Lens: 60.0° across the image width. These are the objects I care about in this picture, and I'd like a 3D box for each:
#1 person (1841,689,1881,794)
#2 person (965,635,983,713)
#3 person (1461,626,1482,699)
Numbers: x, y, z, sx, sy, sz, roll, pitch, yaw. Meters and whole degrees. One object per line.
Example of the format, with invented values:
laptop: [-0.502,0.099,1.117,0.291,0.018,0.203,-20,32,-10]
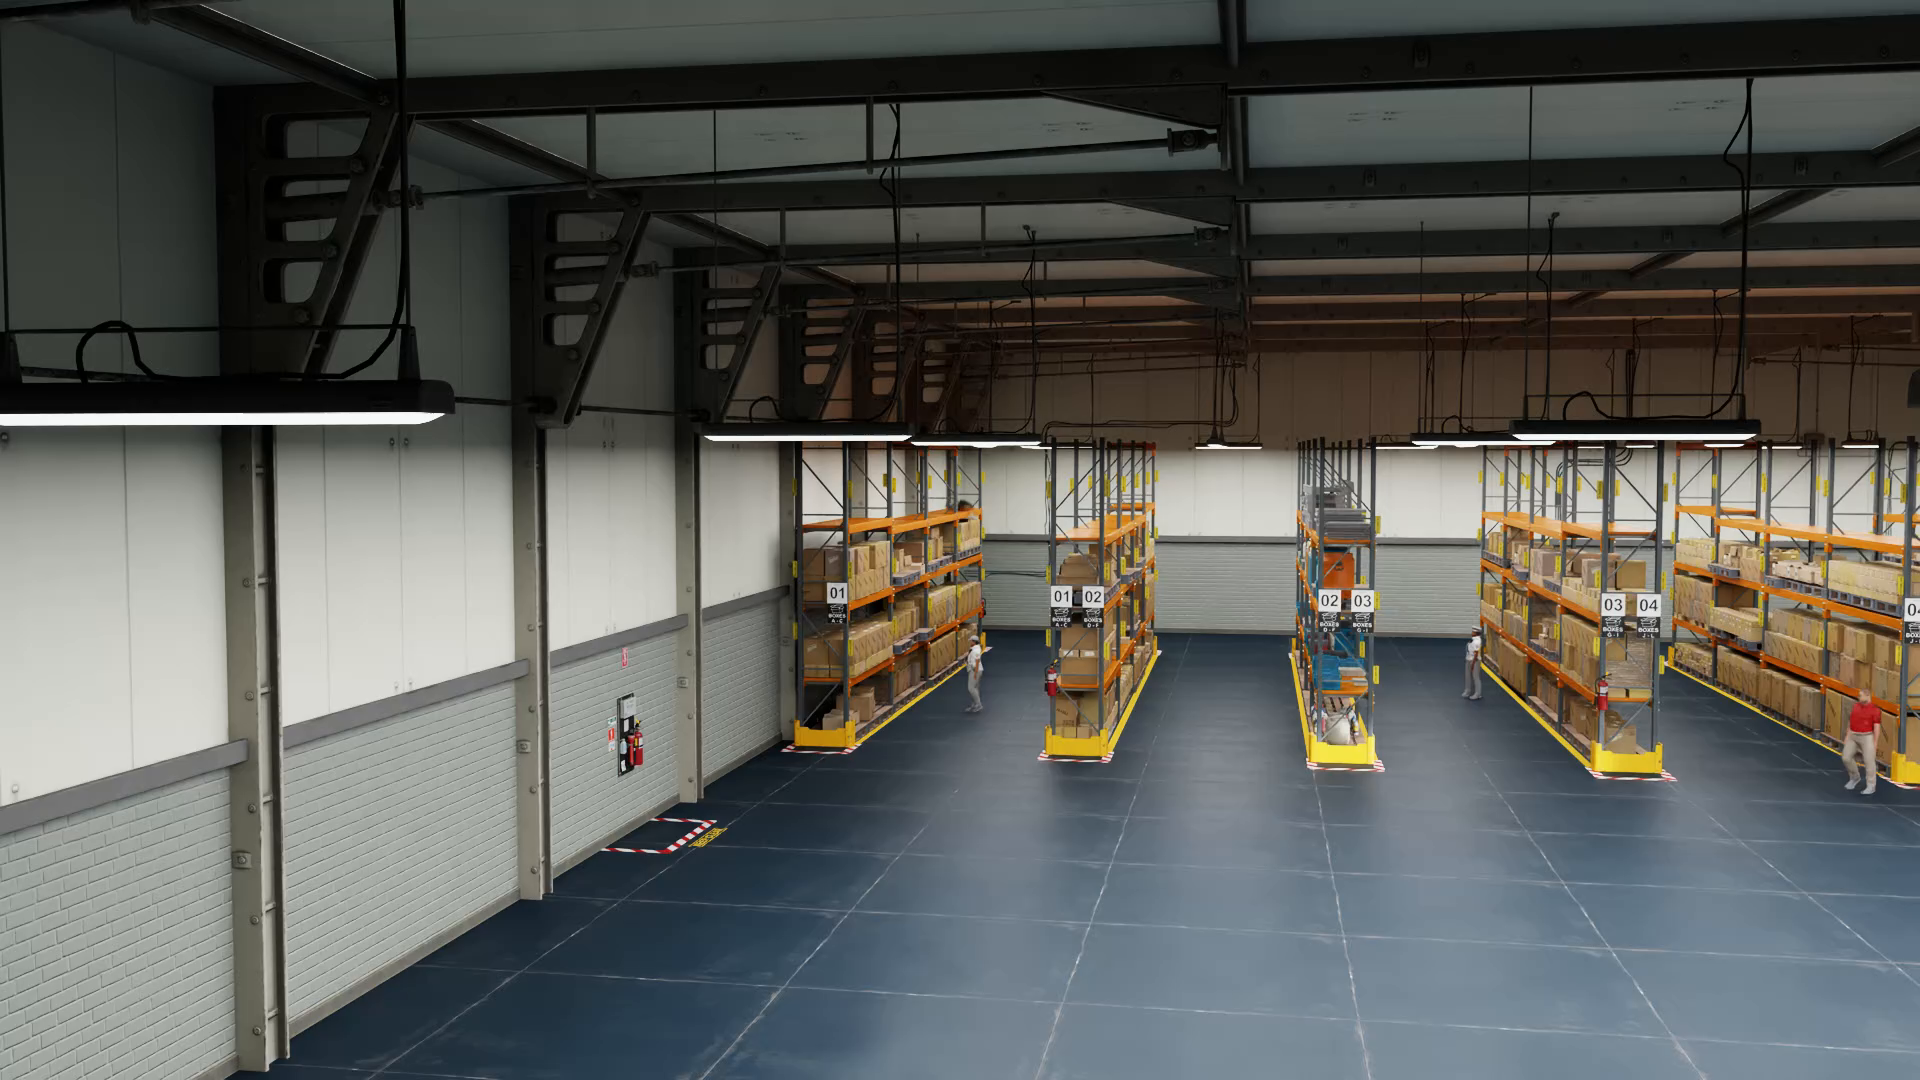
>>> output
person: [15.190,3.376,27.994,0.441,1.758,0.587,-2,3,-28]
person: [0.315,2.964,36.755,0.400,1.704,0.546,0,3,-2]
person: [11.938,2.835,38.743,0.423,1.673,0.508,0,3,-9]
